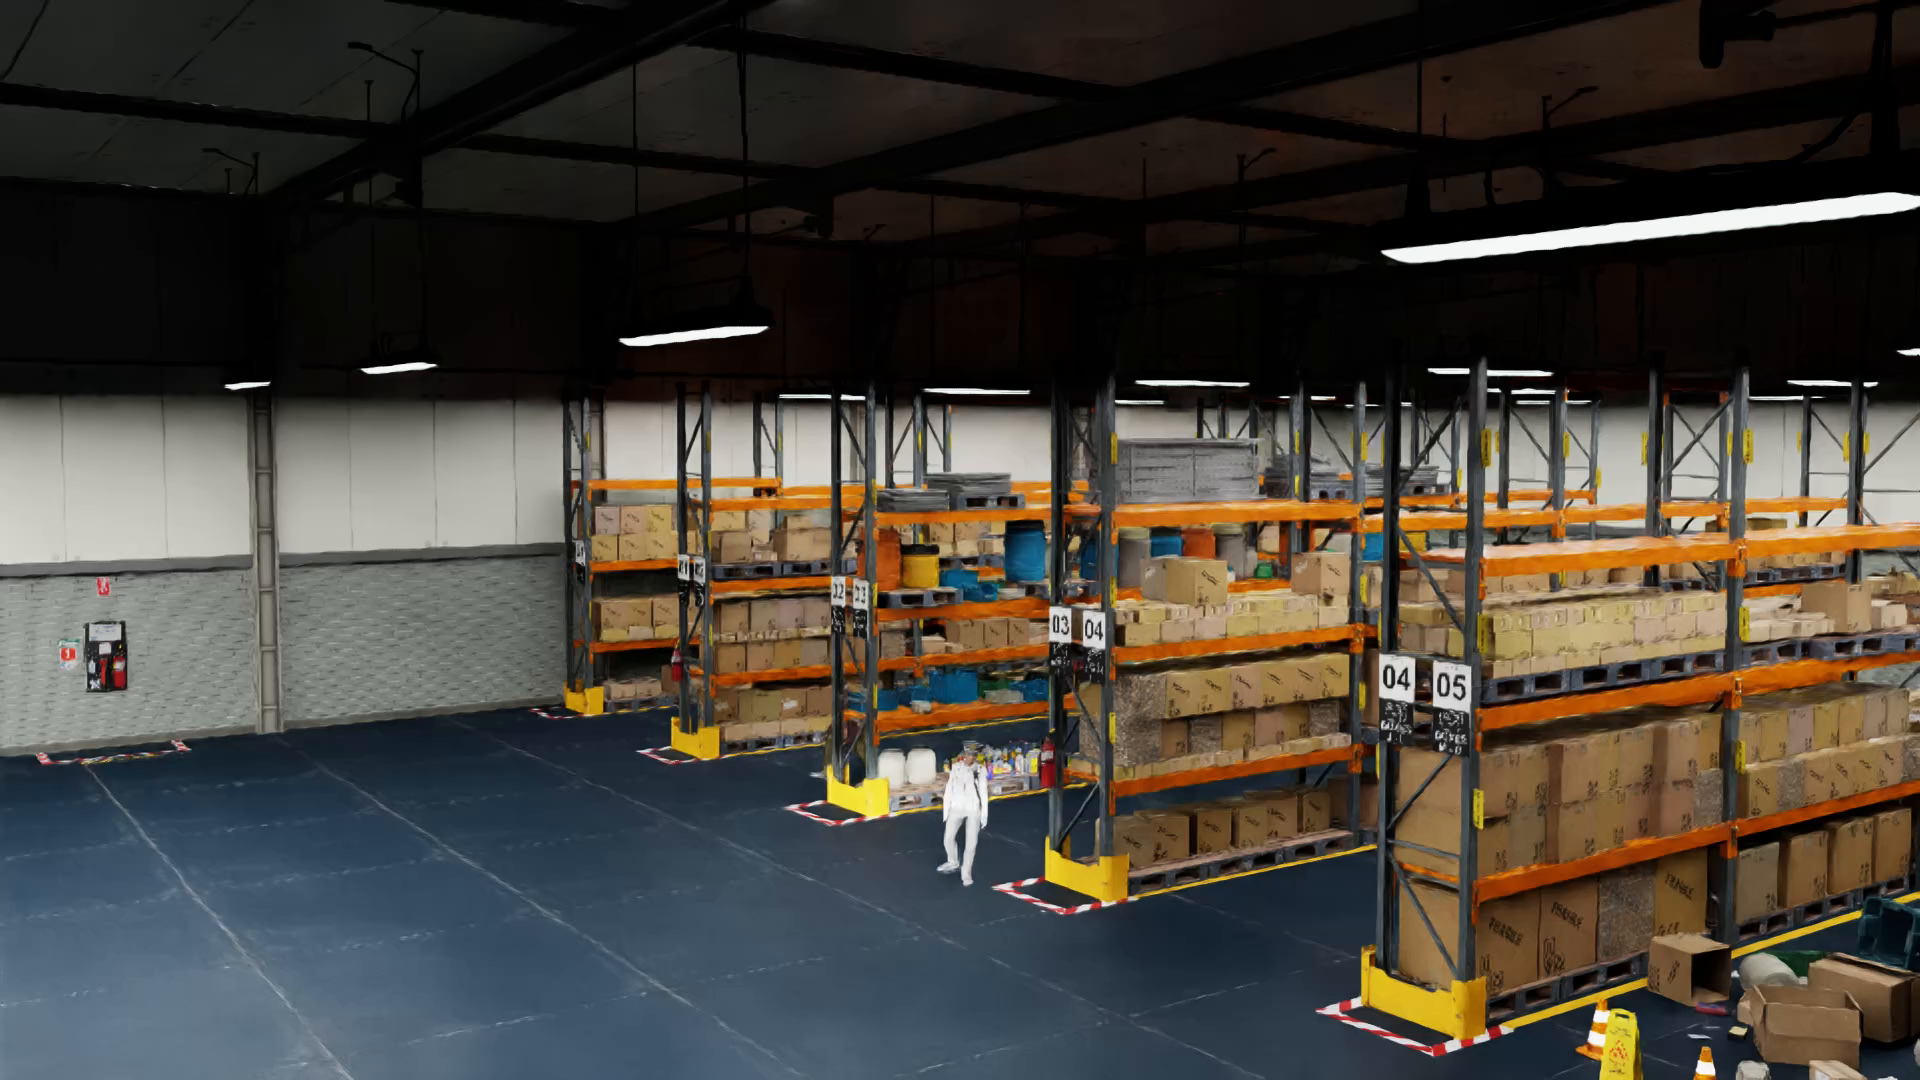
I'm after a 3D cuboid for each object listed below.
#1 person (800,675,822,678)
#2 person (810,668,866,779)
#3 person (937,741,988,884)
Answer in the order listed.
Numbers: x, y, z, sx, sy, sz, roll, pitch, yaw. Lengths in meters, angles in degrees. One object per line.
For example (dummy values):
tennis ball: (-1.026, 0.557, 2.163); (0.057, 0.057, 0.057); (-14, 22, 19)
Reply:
person: (-2.800, 2.377, 31.025); (0.568, 1.611, 0.625); (-3, 5, -36)
person: (-1.672, 2.726, 24.619); (1.045, 1.722, 0.634); (-1, 4, -14)
person: (0.025, 3.116, 19.237); (0.659, 1.647, 0.509); (1, 4, 14)
